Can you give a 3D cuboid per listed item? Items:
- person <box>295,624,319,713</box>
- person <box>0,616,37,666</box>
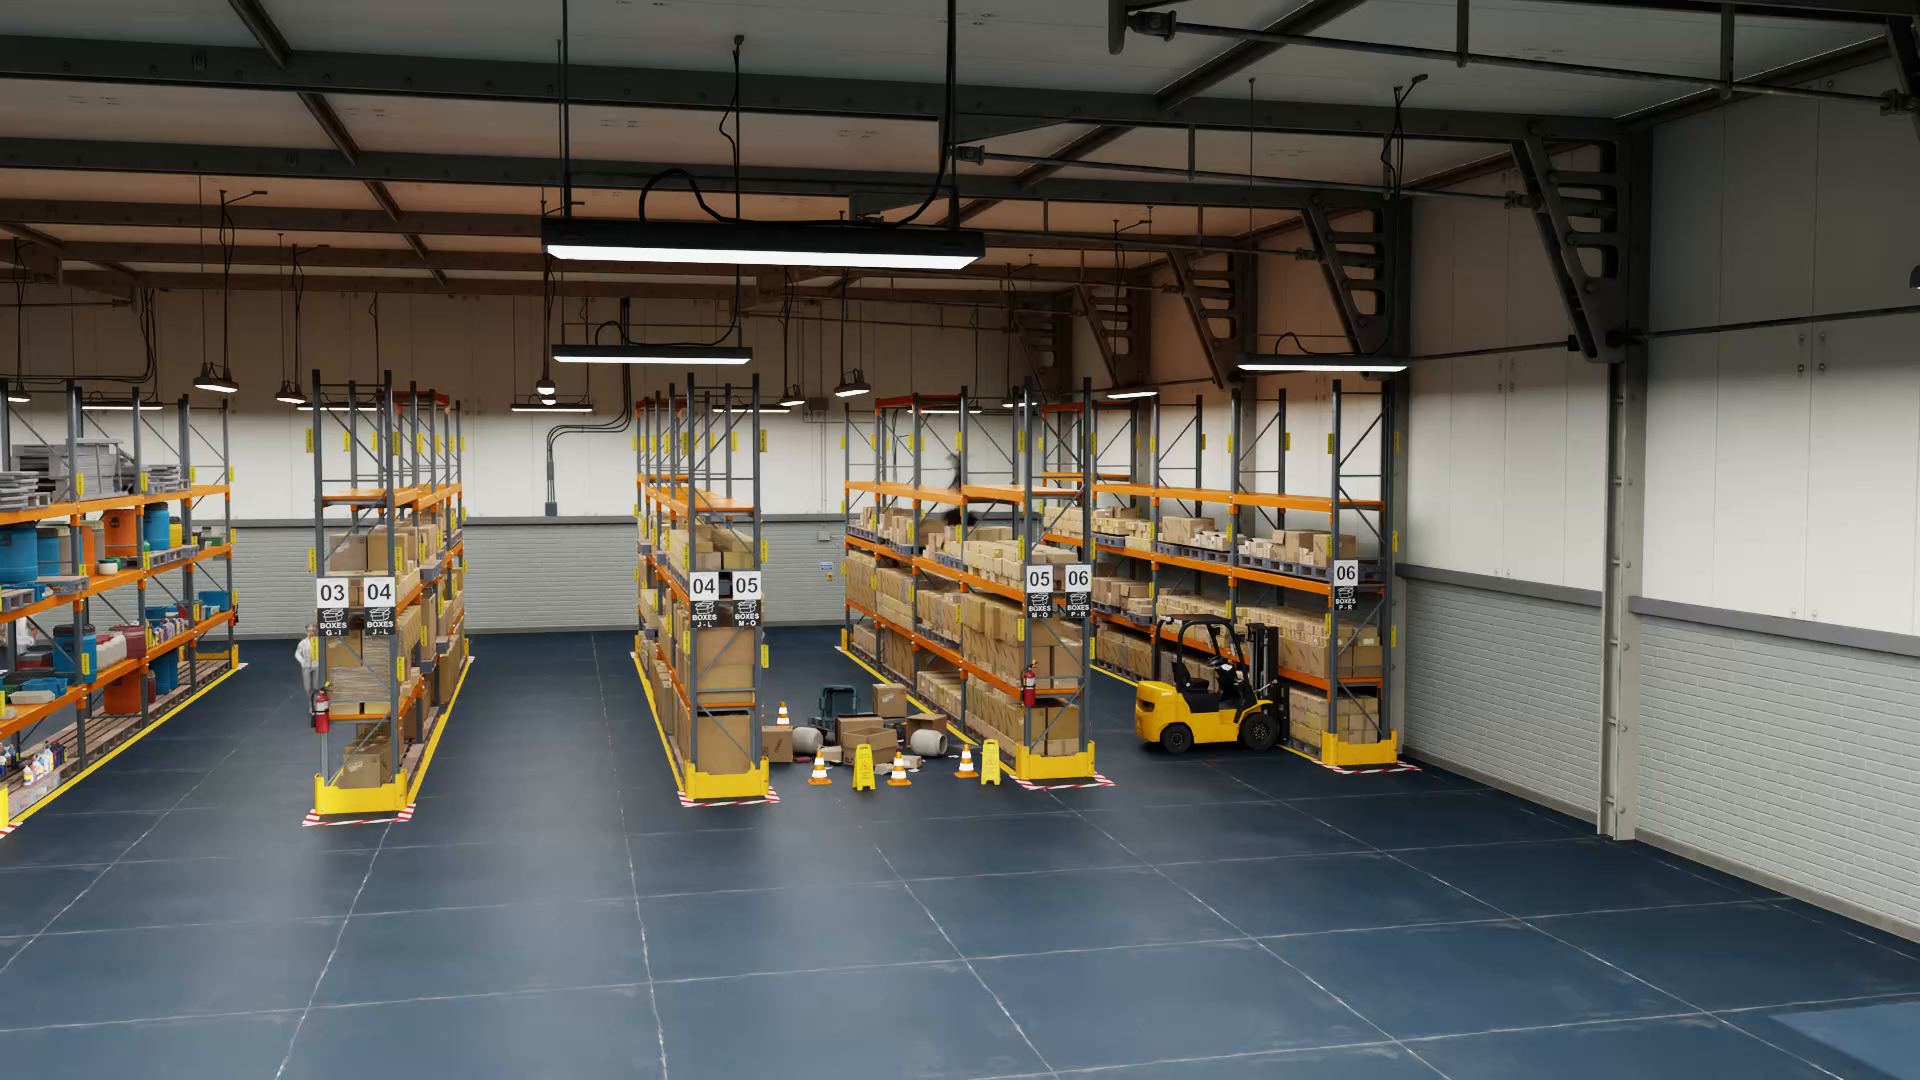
[{"bbox_3d":[-12.136,2.388,31.154,0.616,1.659,0.554,-1,3,-14],"label":"person"},{"bbox_3d":[-19.475,2.157,34.363,0.685,1.737,0.603,-1,3,-15],"label":"person"}]
